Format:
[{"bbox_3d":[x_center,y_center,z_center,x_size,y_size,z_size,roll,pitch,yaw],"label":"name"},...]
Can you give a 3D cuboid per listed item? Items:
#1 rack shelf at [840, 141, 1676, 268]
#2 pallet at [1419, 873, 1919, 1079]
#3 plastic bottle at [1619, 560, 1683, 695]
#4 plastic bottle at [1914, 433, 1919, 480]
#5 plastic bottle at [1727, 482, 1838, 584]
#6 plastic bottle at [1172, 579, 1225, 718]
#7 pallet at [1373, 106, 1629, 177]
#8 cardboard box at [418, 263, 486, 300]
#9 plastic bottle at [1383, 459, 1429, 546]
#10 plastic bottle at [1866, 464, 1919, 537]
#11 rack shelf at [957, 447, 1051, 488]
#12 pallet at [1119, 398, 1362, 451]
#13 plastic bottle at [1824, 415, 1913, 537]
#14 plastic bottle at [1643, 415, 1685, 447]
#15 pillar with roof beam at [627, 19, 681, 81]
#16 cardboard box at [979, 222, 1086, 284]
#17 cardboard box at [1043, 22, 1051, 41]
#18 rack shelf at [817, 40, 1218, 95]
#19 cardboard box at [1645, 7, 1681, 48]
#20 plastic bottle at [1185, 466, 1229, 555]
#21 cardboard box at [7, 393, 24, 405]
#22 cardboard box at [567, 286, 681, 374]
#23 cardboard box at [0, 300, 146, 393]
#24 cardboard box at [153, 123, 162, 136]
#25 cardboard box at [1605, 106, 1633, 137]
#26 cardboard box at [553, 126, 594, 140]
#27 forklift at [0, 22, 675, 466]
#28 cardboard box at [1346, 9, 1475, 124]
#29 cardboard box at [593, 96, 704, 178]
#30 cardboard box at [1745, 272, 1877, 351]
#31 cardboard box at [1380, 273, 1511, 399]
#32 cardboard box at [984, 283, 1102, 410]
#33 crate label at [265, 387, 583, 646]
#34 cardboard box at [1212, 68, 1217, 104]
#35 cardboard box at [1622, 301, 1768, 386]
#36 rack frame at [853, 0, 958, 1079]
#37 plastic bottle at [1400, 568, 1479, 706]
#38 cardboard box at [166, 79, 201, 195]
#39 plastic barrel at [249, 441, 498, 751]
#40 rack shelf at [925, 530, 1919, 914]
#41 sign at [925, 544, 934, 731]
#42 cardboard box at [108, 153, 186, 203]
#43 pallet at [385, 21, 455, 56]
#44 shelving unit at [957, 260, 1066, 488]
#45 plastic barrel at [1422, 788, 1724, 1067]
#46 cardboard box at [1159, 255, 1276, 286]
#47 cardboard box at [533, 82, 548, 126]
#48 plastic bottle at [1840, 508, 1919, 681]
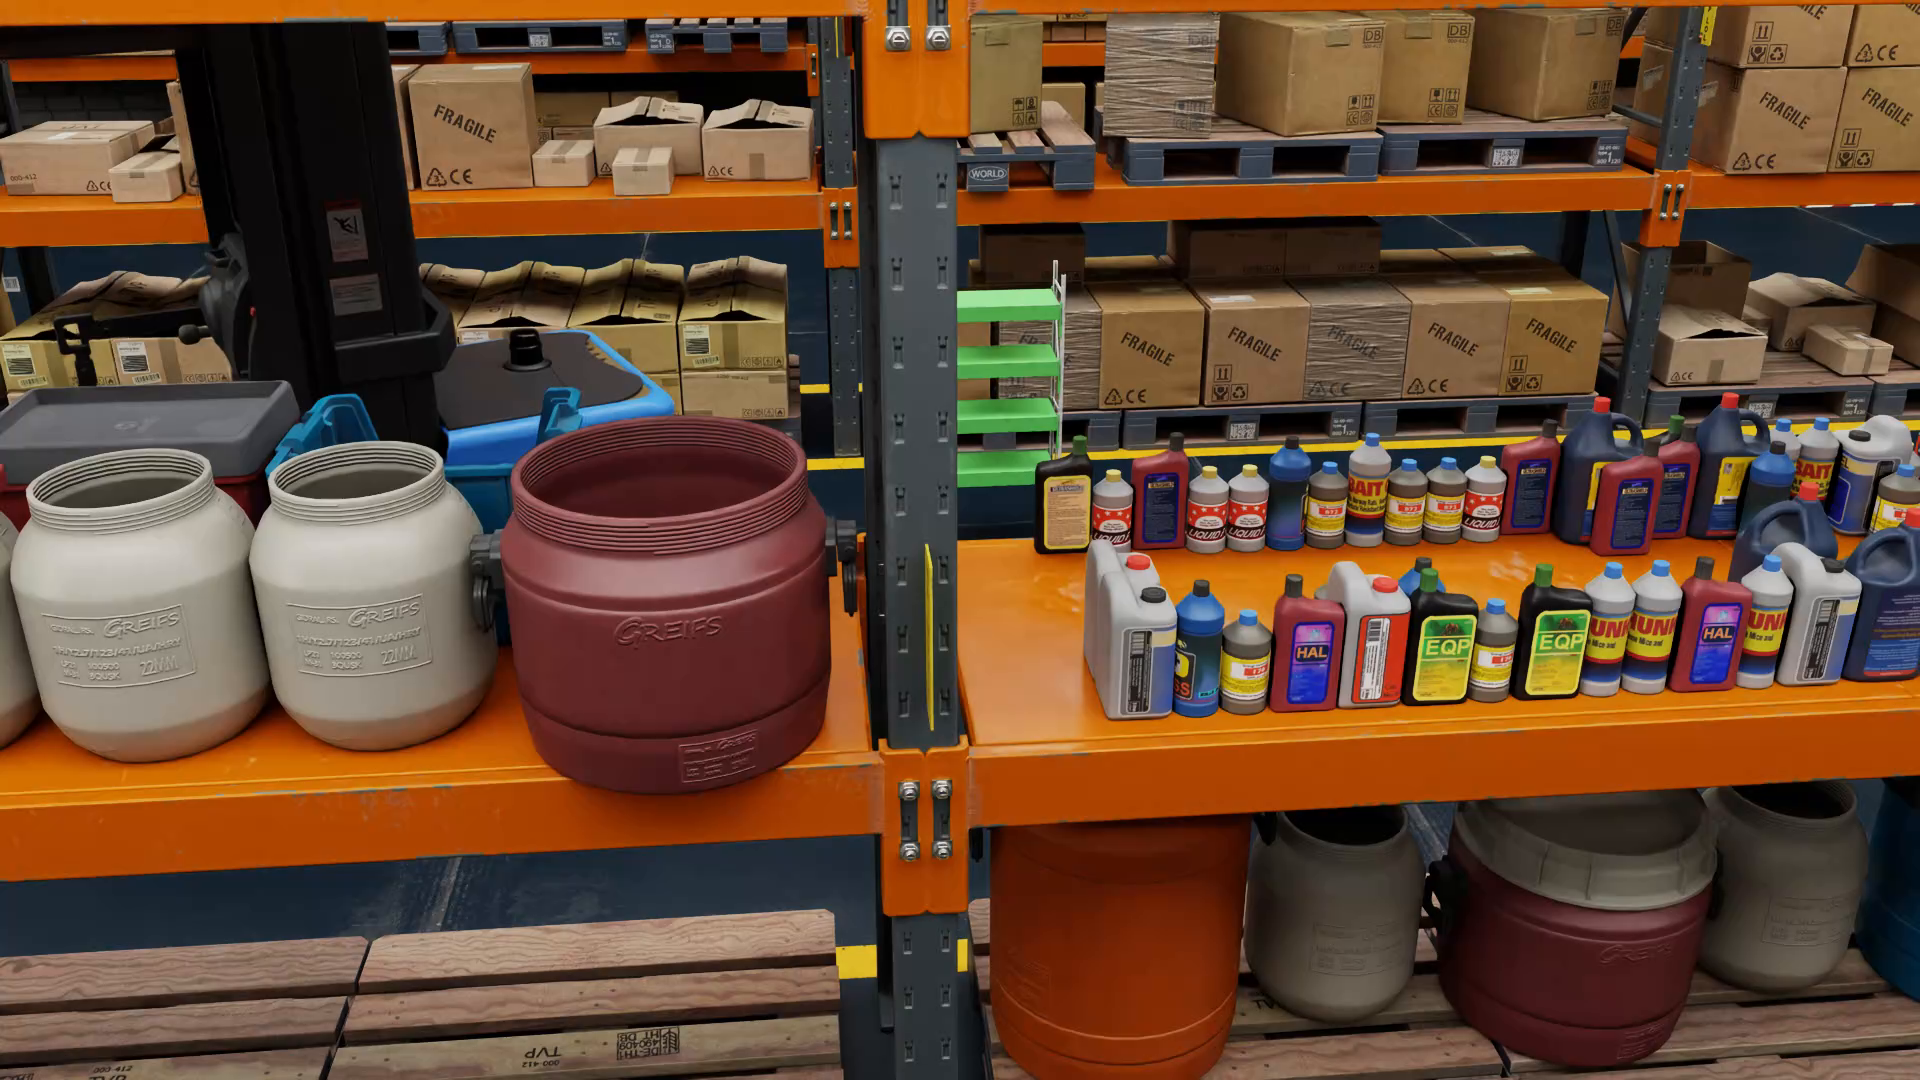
[{"bbox_3d":[1.392,-1.726,8.326,4.000,0.370,1.077,-2,24,-5],"label":"rack shelf"},{"bbox_3d":[1.876,1.206,4.277,1.213,0.211,1.003,-2,24,-5],"label":"pallet"},{"bbox_3d":[1.385,0.169,3.335,0.097,0.271,0.097,0,24,0],"label":"plastic bottle"},{"bbox_3d":[2.445,-0.174,4.102,0.135,0.276,0.152,-2,24,-5],"label":"plastic bottle"},{"bbox_3d":[1.737,0.047,3.512,0.185,0.351,0.144,-2,24,-5],"label":"plastic bottle"},{"bbox_3d":[0.465,0.206,3.252,0.097,0.271,0.097,0,24,0],"label":"plastic bottle"},{"bbox_3d":[2.576,-2.059,8.426,1.213,0.211,1.003,-2,24,-5],"label":"pallet"},{"bbox_3d":[-2.690,-1.200,8.434,0.500,0.311,0.500,-3,24,-6],"label":"cardboard box"},{"bbox_3d":[1.076,-0.096,4.018,0.097,0.201,0.097,0,24,0],"label":"plastic bottle"},{"bbox_3d":[2.245,-0.081,3.984,0.097,0.201,0.097,0,24,0],"label":"plastic bottle"},{"bbox_3d":[0.165,-0.277,7.145,0.480,0.148,0.258,-2,24,-5],"label":"rack shelf"},{"bbox_3d":[1.359,-0.763,8.706,1.213,0.211,1.003,-2,24,-5],"label":"pallet"},{"bbox_3d":[2.215,-0.165,4.081,0.135,0.276,0.152,-2,24,-5],"label":"plastic bottle"},{"bbox_3d":[1.699,-0.166,4.075,0.133,0.283,0.061,-2,24,-5],"label":"plastic bottle"},{"bbox_3d":[-2.045,-5.276,8.041,0.400,9.000,9.100,-2,24,-5],"label":"pillar with roof beam"},{"bbox_3d":[0.364,-1.513,8.573,0.500,0.250,0.500,-1,24,-3],"label":"cardboard box"},{"bbox_3d":[0.539,-3.854,12.511,0.250,0.149,0.380,-2,24,-4],"label":"cardboard box"},{"bbox_3d":[0.901,-3.728,12.830,4.000,0.370,1.077,-2,24,-5],"label":"rack shelf"},{"bbox_3d":[3.860,-2.762,8.417,0.500,0.500,0.500,-2,24,-5],"label":"cardboard box"},{"bbox_3d":[0.591,-0.077,3.974,0.097,0.201,0.097,0,24,0],"label":"plastic bottle"},{"bbox_3d":[-4.154,-0.667,7.925,0.500,0.250,0.500,-3,24,-6],"label":"cardboard box"},{"bbox_3d":[-1.612,-1.023,8.036,0.500,0.311,0.500,-3,24,-6],"label":"cardboard box"},{"bbox_3d":[-4.144,-0.923,7.811,0.500,0.311,0.500,-2,24,-5],"label":"cardboard box"},{"bbox_3d":[-6.099,-2.819,12.434,0.500,0.500,0.500,-4,24,-9],"label":"cardboard box"},{"bbox_3d":[5.187,-3.237,13.401,0.500,0.500,0.700,-3,24,-7],"label":"cardboard box"},{"bbox_3d":[-2.817,-2.981,12.800,0.500,0.500,0.700,-2,24,-5],"label":"cardboard box"},{"bbox_3d":[-2.515,-0.731,5.286,3.031,2.935,1.130,-13,27,-27],"label":"forklift"},{"bbox_3d":[2.210,-2.391,8.295,0.500,0.500,0.700,1,24,3],"label":"cardboard box"},{"bbox_3d":[-1.508,-1.977,8.114,0.500,0.311,0.500,-3,24,-6],"label":"cardboard box"},{"bbox_3d":[4.667,-1.274,9.193,0.500,0.311,0.500,-2,24,-5],"label":"cardboard box"},{"bbox_3d":[2.426,-1.041,8.436,0.500,0.500,0.500,-2,24,-5],"label":"cardboard box"},{"bbox_3d":[0.403,-0.960,8.252,0.500,0.500,0.500,-3,24,-7],"label":"cardboard box"},{"bbox_3d":[-1.131,-0.058,3.645,0.616,0.435,0.502,-2,24,-5],"label":"crate label"},{"bbox_3d":[2.257,-3.268,13.039,0.750,0.750,0.750,-2,24,-5],"label":"cardboard box"},{"bbox_3d":[3.821,-1.036,8.657,0.500,0.311,0.500,-2,24,-5],"label":"cardboard box"},{"bbox_3d":[-0.116,0.027,3.495,0.127,3.000,1.000,-2,24,-5],"label":"rack frame"},{"bbox_3d":[0.945,0.189,3.276,0.133,0.283,0.061,-2,24,-5],"label":"plastic bottle"},{"bbox_3d":[-3.289,-1.906,7.722,0.500,0.500,0.500,-1,24,-1],"label":"cardboard box"},{"bbox_3d":[-1.118,0.104,3.186,0.421,0.512,0.421,0,24,0],"label":"plastic barrel"},{"bbox_3d":[1.875,0.276,3.821,4.000,0.370,1.077,-2,24,-5],"label":"rack shelf"},{"bbox_3d":[-0.055,0.175,2.963,0.005,0.325,0.100,-2,24,-5],"label":"sign"},{"bbox_3d":[-3.678,-1.653,7.586,0.250,0.149,0.380,-2,24,-5],"label":"cardboard box"},{"bbox_3d":[-4.295,-3.701,12.121,1.213,0.211,1.003,-2,24,-5],"label":"pallet"},{"bbox_3d":[0.165,-0.555,7.021,0.503,1.200,0.258,-2,24,-5],"label":"shelving unit"},{"bbox_3d":[1.493,0.866,4.061,0.708,0.588,0.600,-2,24,-5],"label":"plastic barrel"},{"bbox_3d":[1.346,-1.210,8.815,0.500,0.500,0.500,-3,24,-7],"label":"cardboard box"},{"bbox_3d":[-3.384,-3.296,12.585,0.500,0.250,0.500,-3,24,-7],"label":"cardboard box"},{"bbox_3d":[1.886,0.103,3.386,0.185,0.351,0.144,-2,24,-5],"label":"plastic bottle"}]
